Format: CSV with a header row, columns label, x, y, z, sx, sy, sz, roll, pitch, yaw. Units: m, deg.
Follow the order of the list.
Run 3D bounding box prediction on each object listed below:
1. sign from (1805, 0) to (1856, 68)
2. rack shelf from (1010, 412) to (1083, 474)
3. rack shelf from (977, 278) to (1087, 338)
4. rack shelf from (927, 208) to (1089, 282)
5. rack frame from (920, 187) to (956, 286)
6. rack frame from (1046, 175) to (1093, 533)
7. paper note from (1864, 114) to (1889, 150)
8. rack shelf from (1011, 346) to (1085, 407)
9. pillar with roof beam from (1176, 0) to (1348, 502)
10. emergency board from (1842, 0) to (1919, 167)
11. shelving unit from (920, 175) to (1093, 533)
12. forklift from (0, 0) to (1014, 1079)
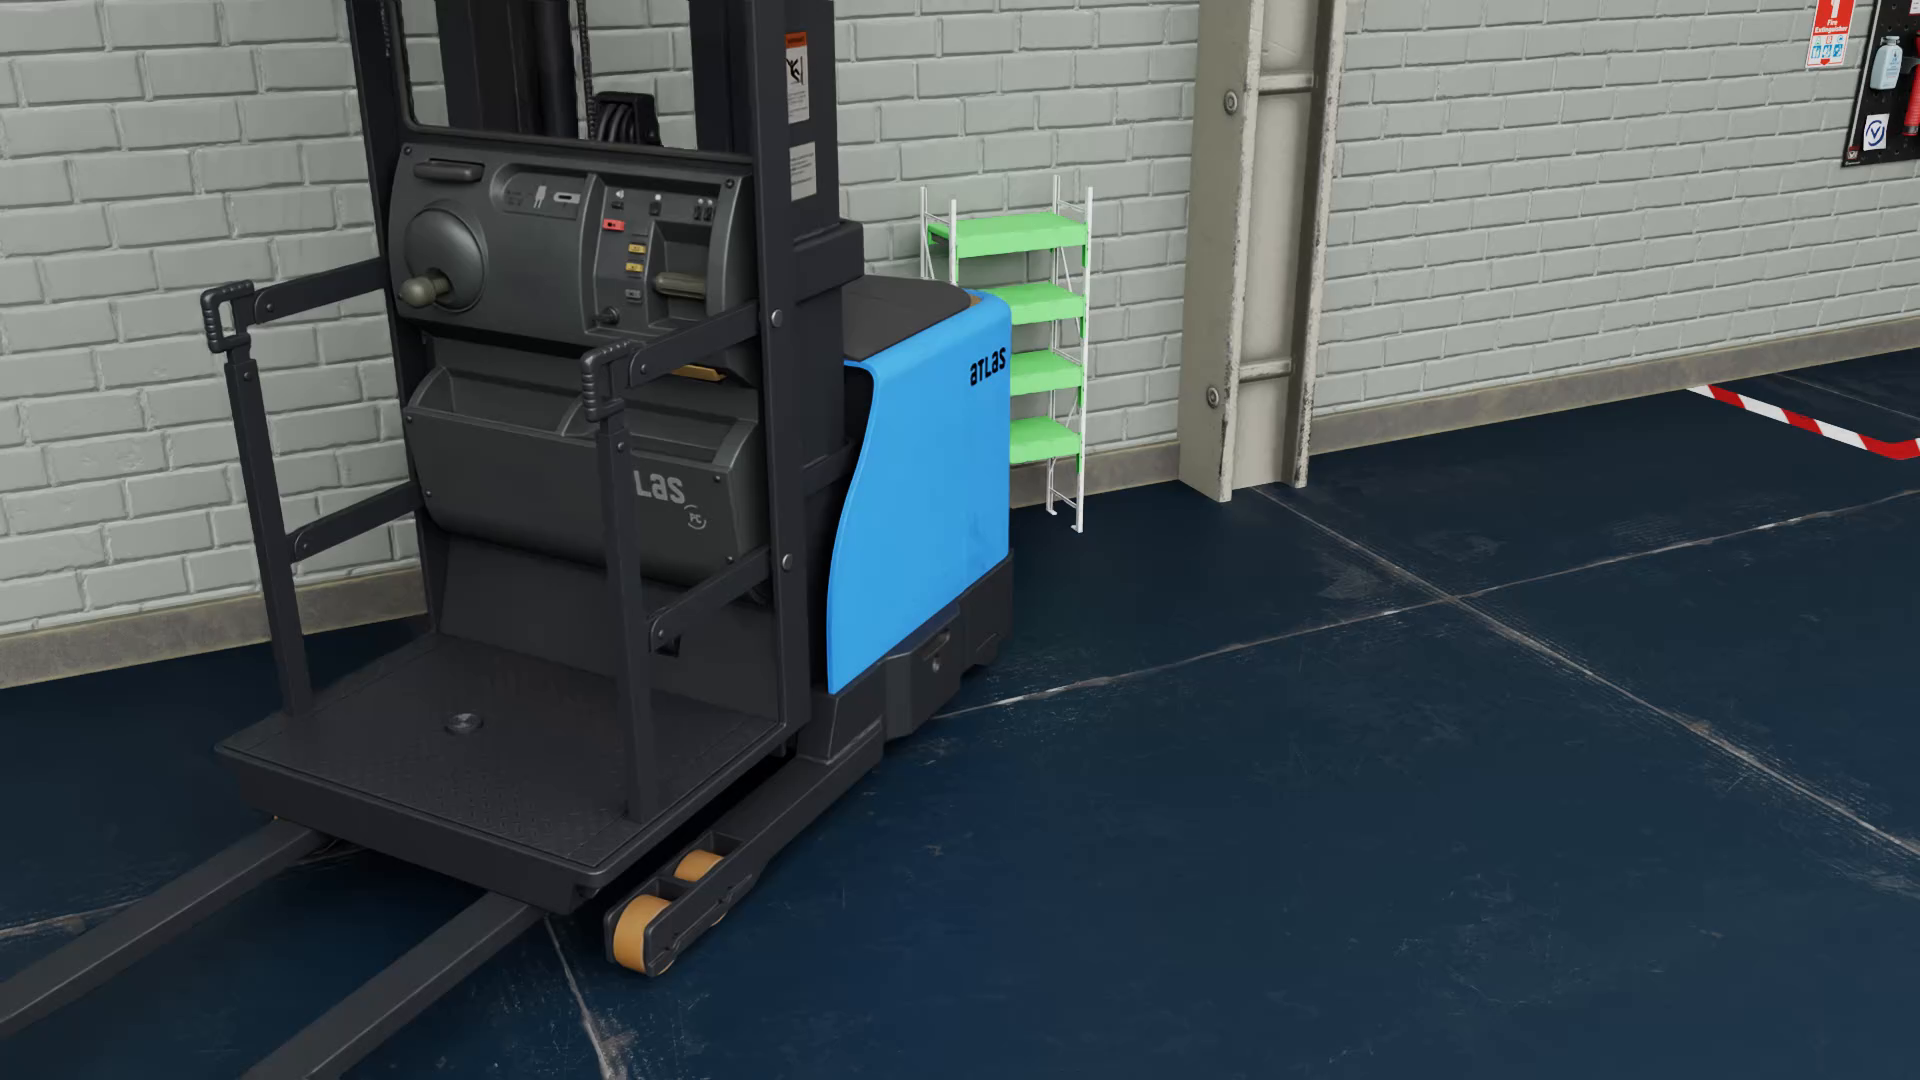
label,x,y,z,sx,sy,sz,roll,pitch,yaw
sign,3.680,-2.168,7.018,0.234,0.329,0.001,-10,25,-24
rack shelf,0.149,-0.301,5.703,0.480,0.148,0.258,-10,25,-24
rack shelf,0.149,-0.745,5.519,0.480,0.148,0.258,-10,25,-24
rack shelf,0.149,-0.966,5.428,0.480,0.148,0.258,-10,25,-24
rack frame,-0.071,-0.541,5.489,0.015,1.200,0.240,-10,25,-24
rack frame,0.369,-0.622,5.685,0.015,1.200,0.240,-10,25,-24
paper note,4.033,-1.795,7.316,0.142,0.148,0.016,-10,25,-24
rack shelf,0.149,-0.523,5.611,0.480,0.148,0.258,-10,25,-24
pillar with roof beam,2.926,-2.897,0.984,0.400,9.000,9.100,-10,25,-24
emergency board,4.222,-2.207,7.161,0.643,1.169,0.194,-10,25,-24
shelving unit,0.149,-0.582,5.587,0.503,1.200,0.258,-10,25,-24
forklift,-0.968,-0.627,3.433,1.130,2.935,3.031,11,25,25
